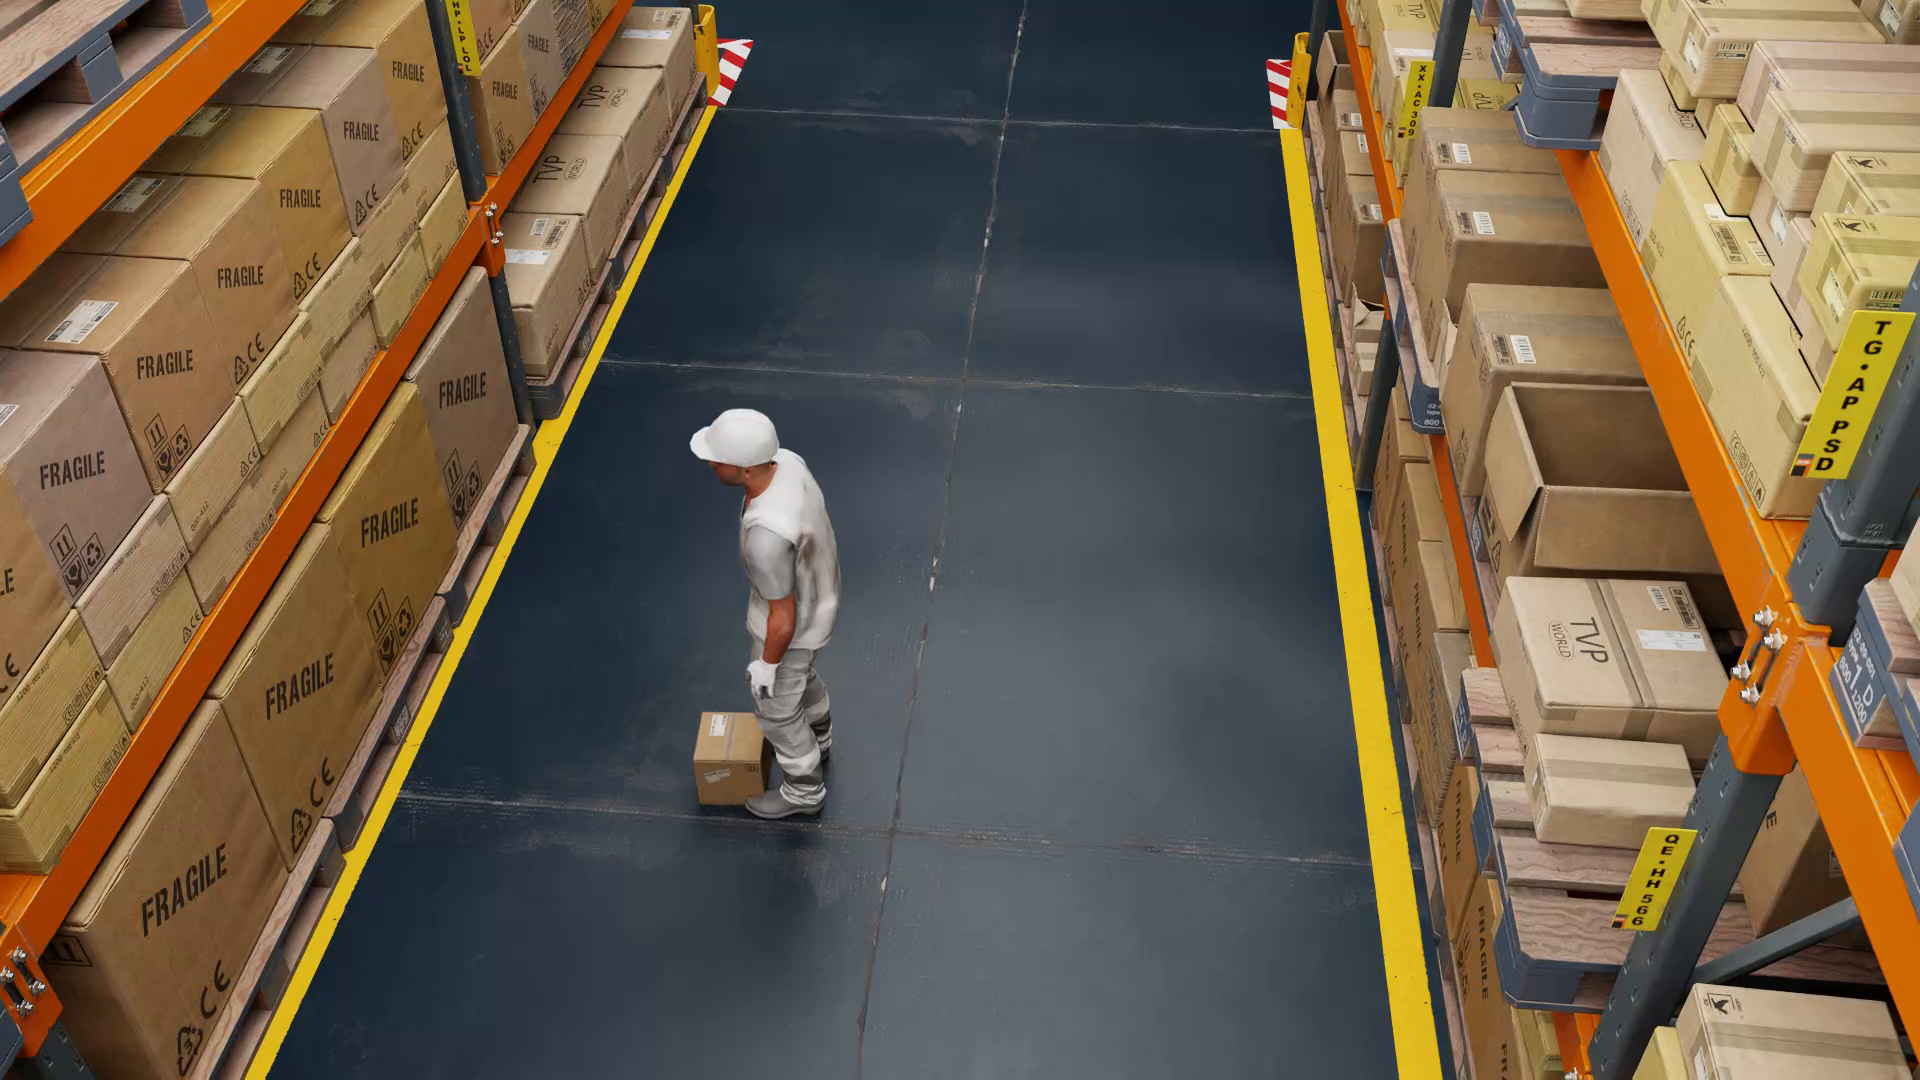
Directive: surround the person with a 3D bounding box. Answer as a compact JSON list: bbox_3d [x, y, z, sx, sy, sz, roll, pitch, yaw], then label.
[{"bbox_3d":[-0.637,0.269,5.819,0.447,1.780,0.620,1,40,1],"label":"person"}]
